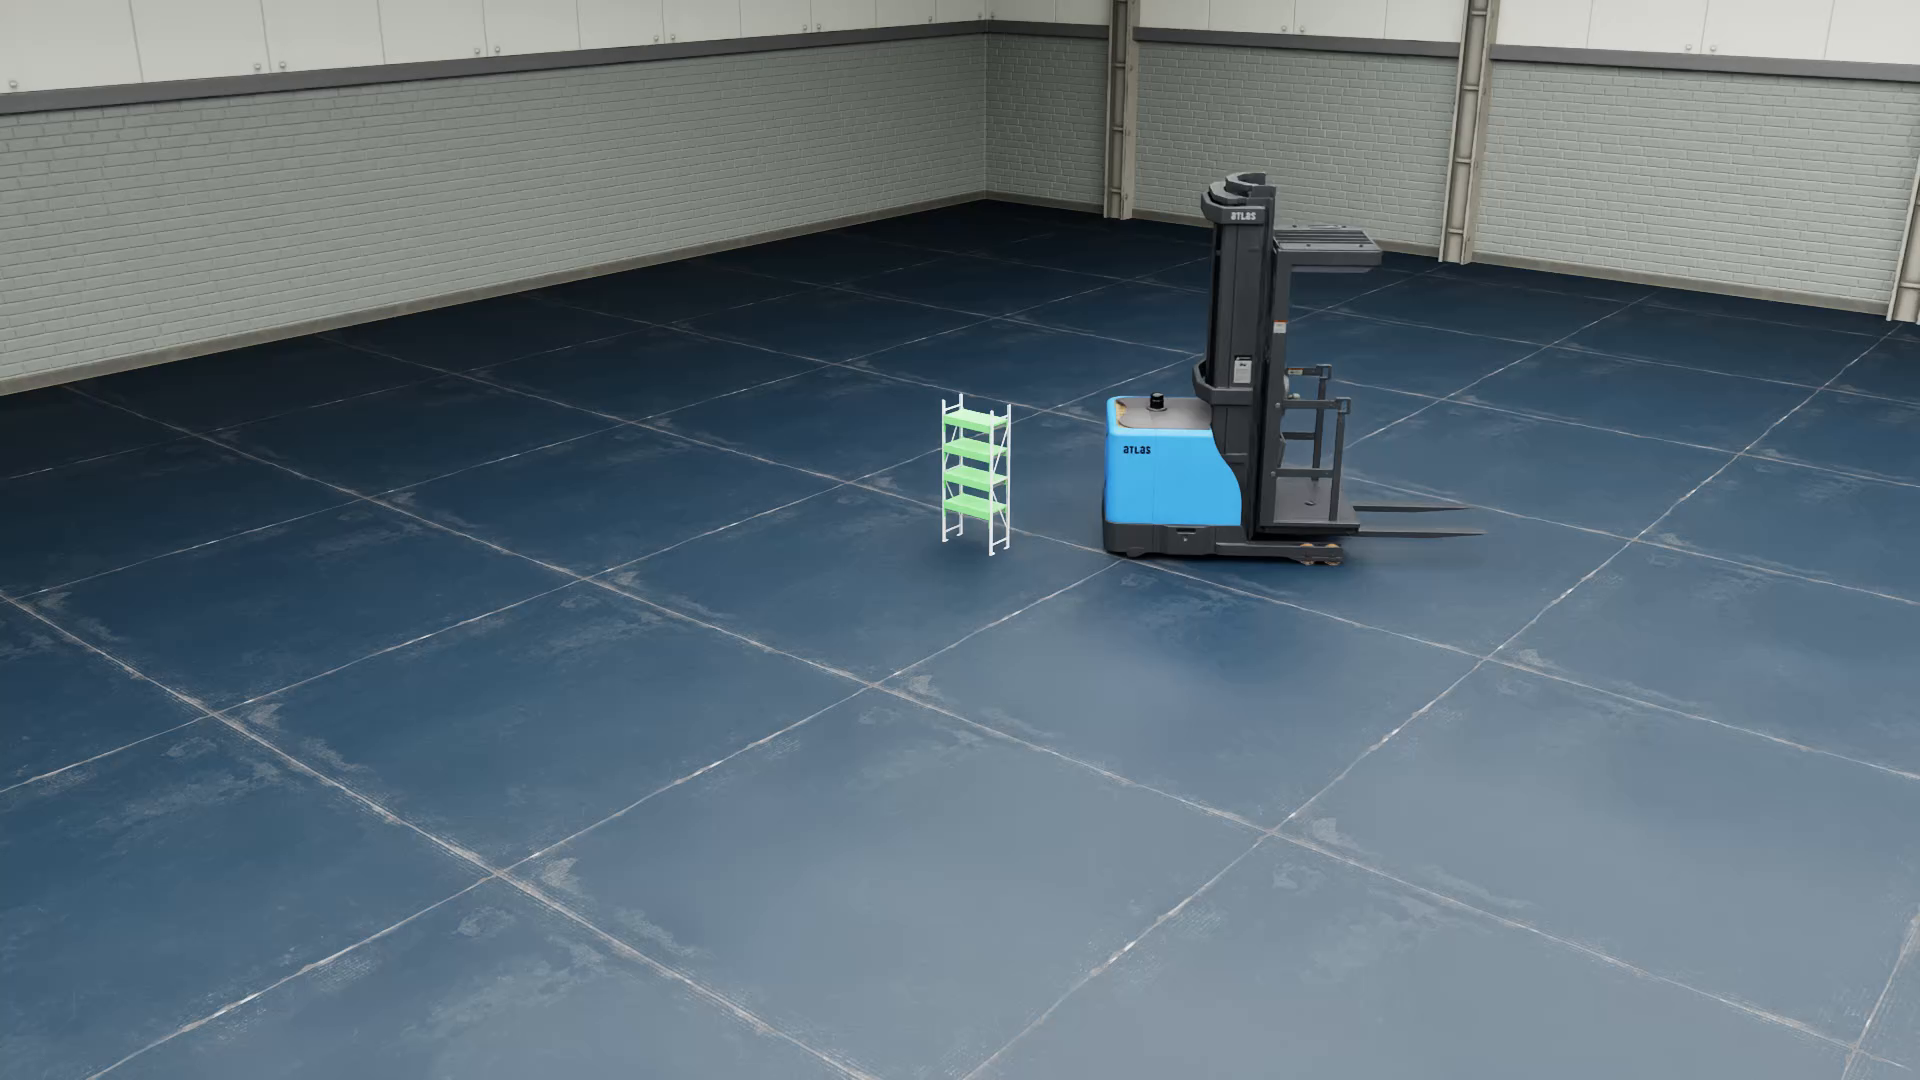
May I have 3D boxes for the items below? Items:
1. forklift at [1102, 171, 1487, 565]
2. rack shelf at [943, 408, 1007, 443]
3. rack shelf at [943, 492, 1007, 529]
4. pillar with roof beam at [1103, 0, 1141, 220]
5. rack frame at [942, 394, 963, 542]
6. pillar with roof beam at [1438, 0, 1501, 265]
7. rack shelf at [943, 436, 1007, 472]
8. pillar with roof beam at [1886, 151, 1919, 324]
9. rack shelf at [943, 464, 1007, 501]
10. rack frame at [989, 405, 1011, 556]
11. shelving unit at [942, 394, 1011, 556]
[{"bbox_3d":[2.689,-1.365,13.135,3.031,2.935,1.130,1,21,3],"label":"forklift"},{"bbox_3d":[0.128,-0.914,13.212,0.480,0.148,0.258,16,26,36],"label":"rack shelf"},{"bbox_3d":[0.128,-0.240,13.466,0.480,0.148,0.258,16,26,36],"label":"rack shelf"},{"bbox_3d":[-0.047,-8.494,23.439,0.400,9.000,9.100,16,26,36],"label":"pillar with roof beam"},{"bbox_3d":[-0.061,-0.579,13.503,0.015,1.200,0.240,16,26,36],"label":"rack frame"},{"bbox_3d":[4.602,-7.155,19.889,0.400,9.000,9.100,16,26,36],"label":"pillar with roof beam"},{"bbox_3d":[0.128,-0.689,13.296,0.480,0.148,0.258,16,26,36],"label":"rack shelf"},{"bbox_3d":[9.250,-5.817,16.340,0.400,9.000,9.100,16,26,36],"label":"pillar with roof beam"},{"bbox_3d":[0.128,-0.465,13.381,0.480,0.148,0.258,16,26,36],"label":"rack shelf"},{"bbox_3d":[0.317,-0.470,13.214,0.015,1.200,0.240,16,26,36],"label":"rack frame"},{"bbox_3d":[0.128,-0.524,13.359,0.503,1.200,0.258,16,26,36],"label":"shelving unit"}]
